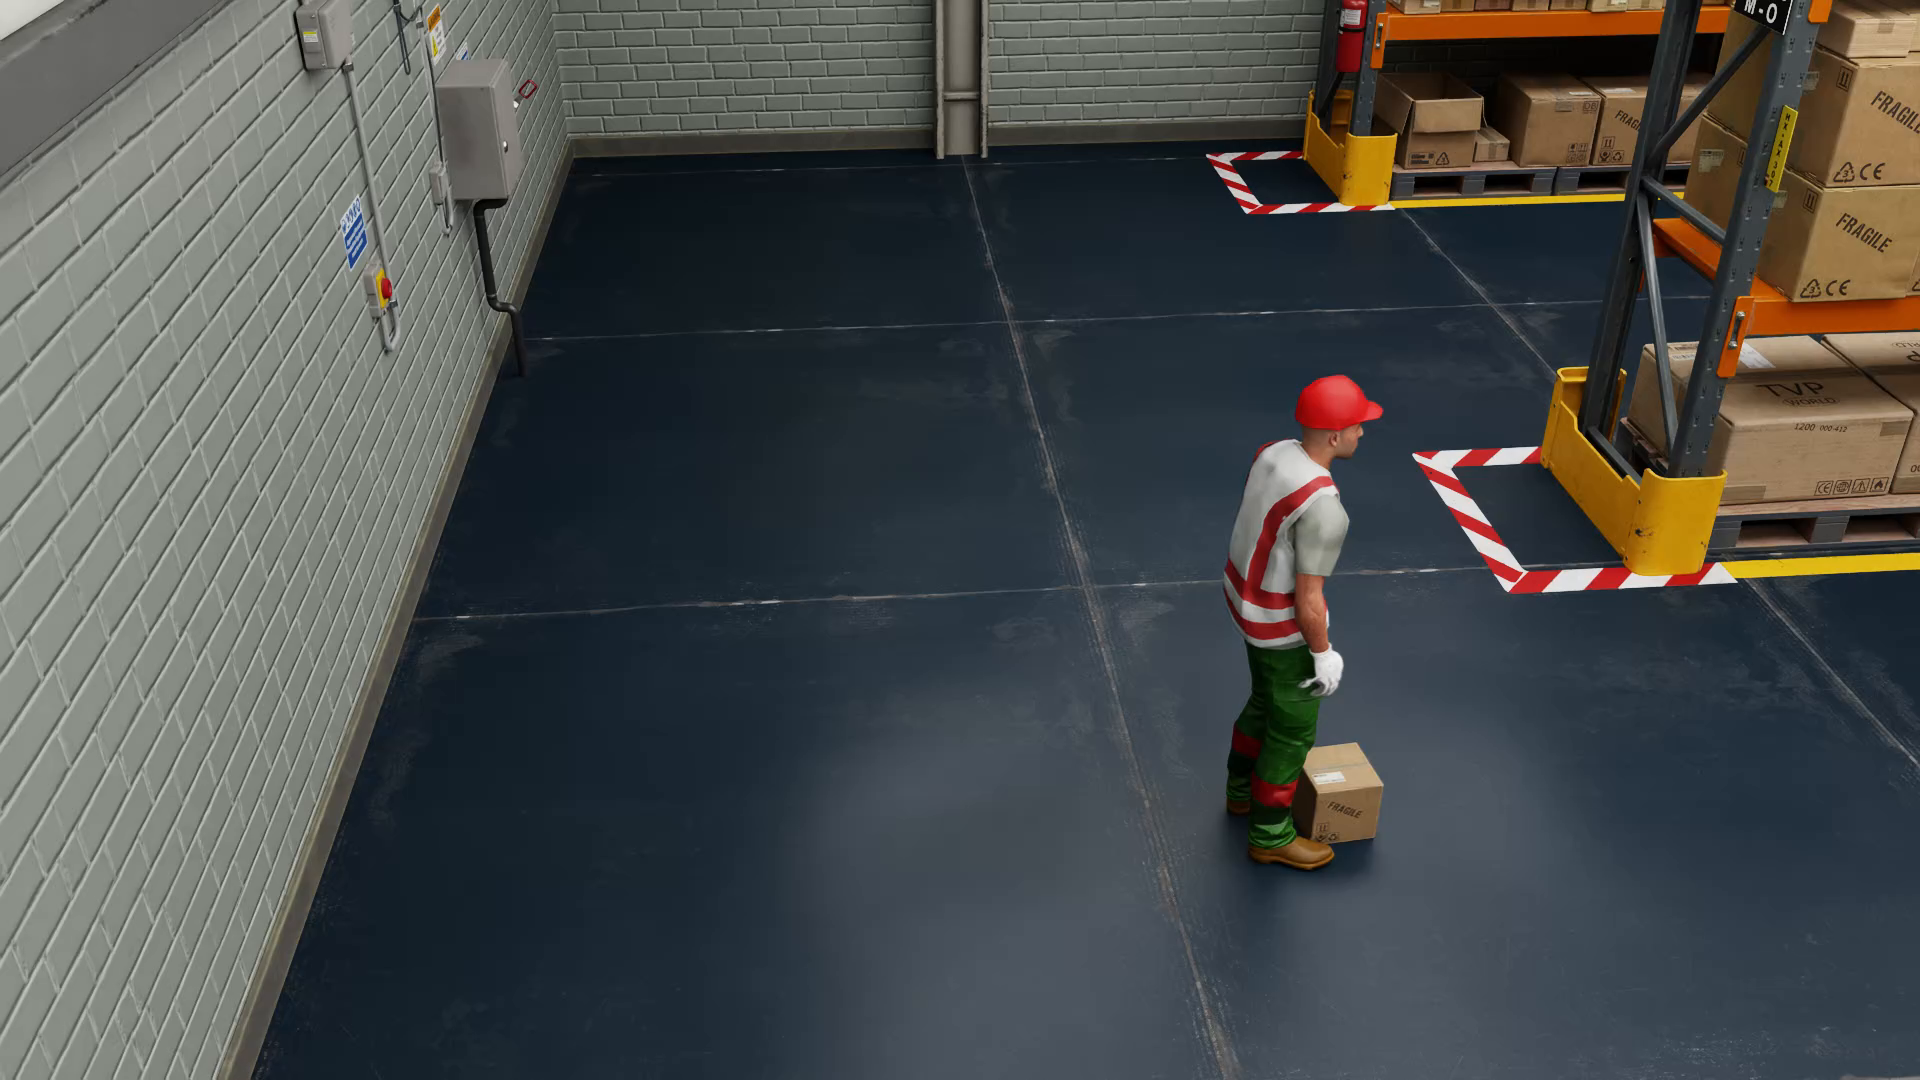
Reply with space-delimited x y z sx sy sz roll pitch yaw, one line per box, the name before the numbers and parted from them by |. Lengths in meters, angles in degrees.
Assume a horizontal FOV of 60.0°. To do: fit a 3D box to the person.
person | 1.130 0.269 5.666 0.445 1.781 0.622 -4 31 -7
